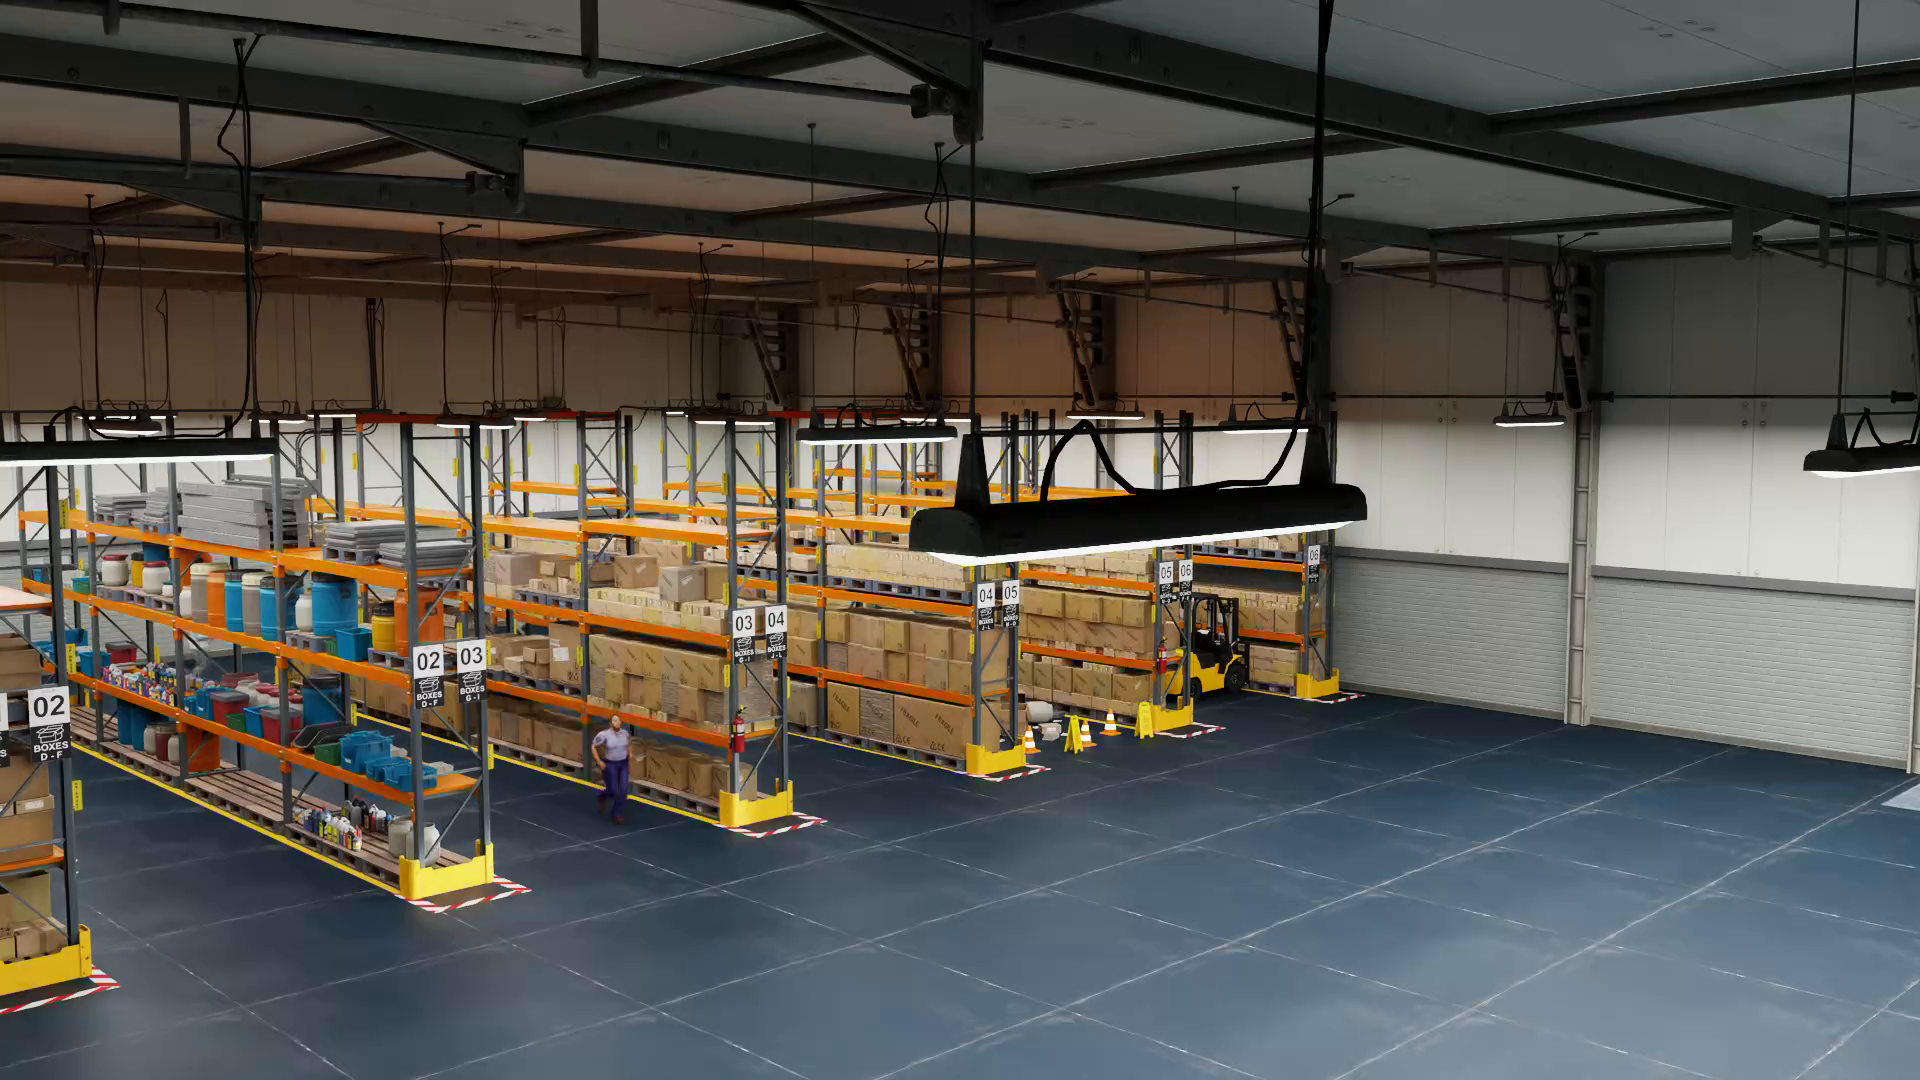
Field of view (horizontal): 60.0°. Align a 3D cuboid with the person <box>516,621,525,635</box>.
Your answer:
[{"bbox_3d":[-10.839,1.953,40.852,0.588,1.718,0.735,4,6,36],"label":"person"}]

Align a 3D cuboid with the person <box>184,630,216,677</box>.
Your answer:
[{"bbox_3d":[-16.438,2.328,36.045,0.610,1.743,0.646,-3,6,-33],"label":"person"}]

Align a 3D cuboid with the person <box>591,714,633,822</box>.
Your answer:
[{"bbox_3d":[-5.132,3.389,24.751,0.634,1.612,0.559,-4,6,-39],"label":"person"}]
